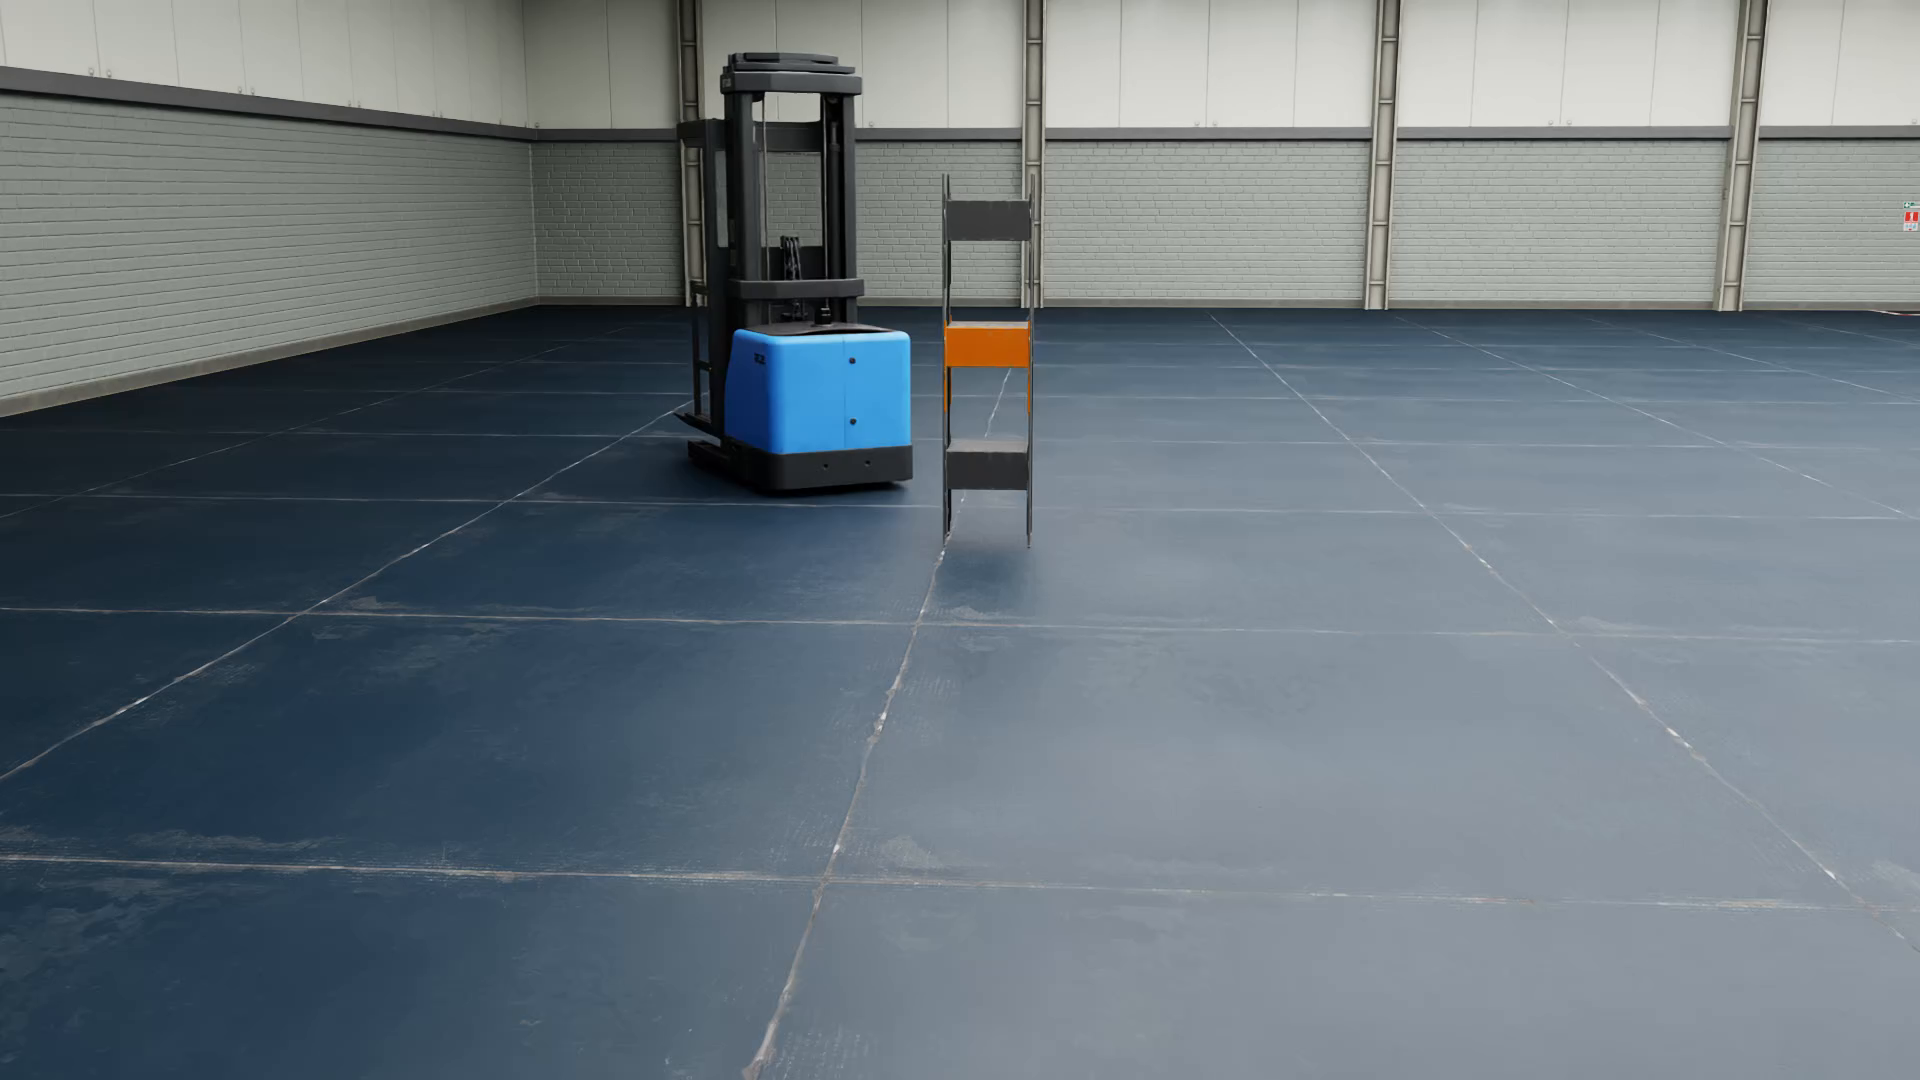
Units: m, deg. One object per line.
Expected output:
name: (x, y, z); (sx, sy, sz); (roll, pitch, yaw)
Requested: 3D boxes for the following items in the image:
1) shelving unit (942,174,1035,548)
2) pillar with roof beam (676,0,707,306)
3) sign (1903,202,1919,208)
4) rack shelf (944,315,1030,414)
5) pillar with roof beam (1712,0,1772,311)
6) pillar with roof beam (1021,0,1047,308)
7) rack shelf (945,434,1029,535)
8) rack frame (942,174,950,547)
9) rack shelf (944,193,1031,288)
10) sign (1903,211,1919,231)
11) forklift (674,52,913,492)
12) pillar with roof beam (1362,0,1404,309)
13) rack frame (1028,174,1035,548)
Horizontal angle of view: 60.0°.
shelving unit: (0.165, -1.025, 9.542); (0.503, 2.100, 0.431); (1, 12, 4)
pillar with roof beam: (-4.992, -7.741, 24.796); (0.400, 9.000, 9.100); (1, 12, 4)
sign: (16.238, -5.701, 28.314); (0.331, 0.109, 0.001); (1, 12, 4)
rack shelf: (0.165, -1.012, 9.545); (0.480, 0.518, 0.431); (1, 12, 4)
pillar with roof beam: (12.967, -7.495, 23.619); (0.400, 9.000, 9.100); (1, 12, 4)
pillar with roof beam: (0.994, -7.659, 24.404); (0.400, 9.000, 9.100); (1, 12, 4)
rack shelf: (0.165, -0.327, 9.688); (0.480, 0.518, 0.431); (1, 12, 4)
rack frame: (-0.078, -1.029, 9.558); (0.015, 2.100, 0.400); (1, 12, 4)
rack shelf: (0.165, -1.697, 9.402); (0.480, 0.518, 0.431); (1, 12, 4)
sign: (16.234, -5.443, 28.377); (0.234, 0.329, 0.001); (1, 12, 4)
forklift: (-1.407, -2.015, 12.242); (1.130, 2.935, 3.031); (-5, 13, -25)
pillar with roof beam: (6.981, -7.577, 24.011); (0.400, 9.000, 9.100); (1, 12, 4)
rack frame: (0.409, -1.022, 9.526); (0.015, 2.100, 0.400); (1, 12, 4)
